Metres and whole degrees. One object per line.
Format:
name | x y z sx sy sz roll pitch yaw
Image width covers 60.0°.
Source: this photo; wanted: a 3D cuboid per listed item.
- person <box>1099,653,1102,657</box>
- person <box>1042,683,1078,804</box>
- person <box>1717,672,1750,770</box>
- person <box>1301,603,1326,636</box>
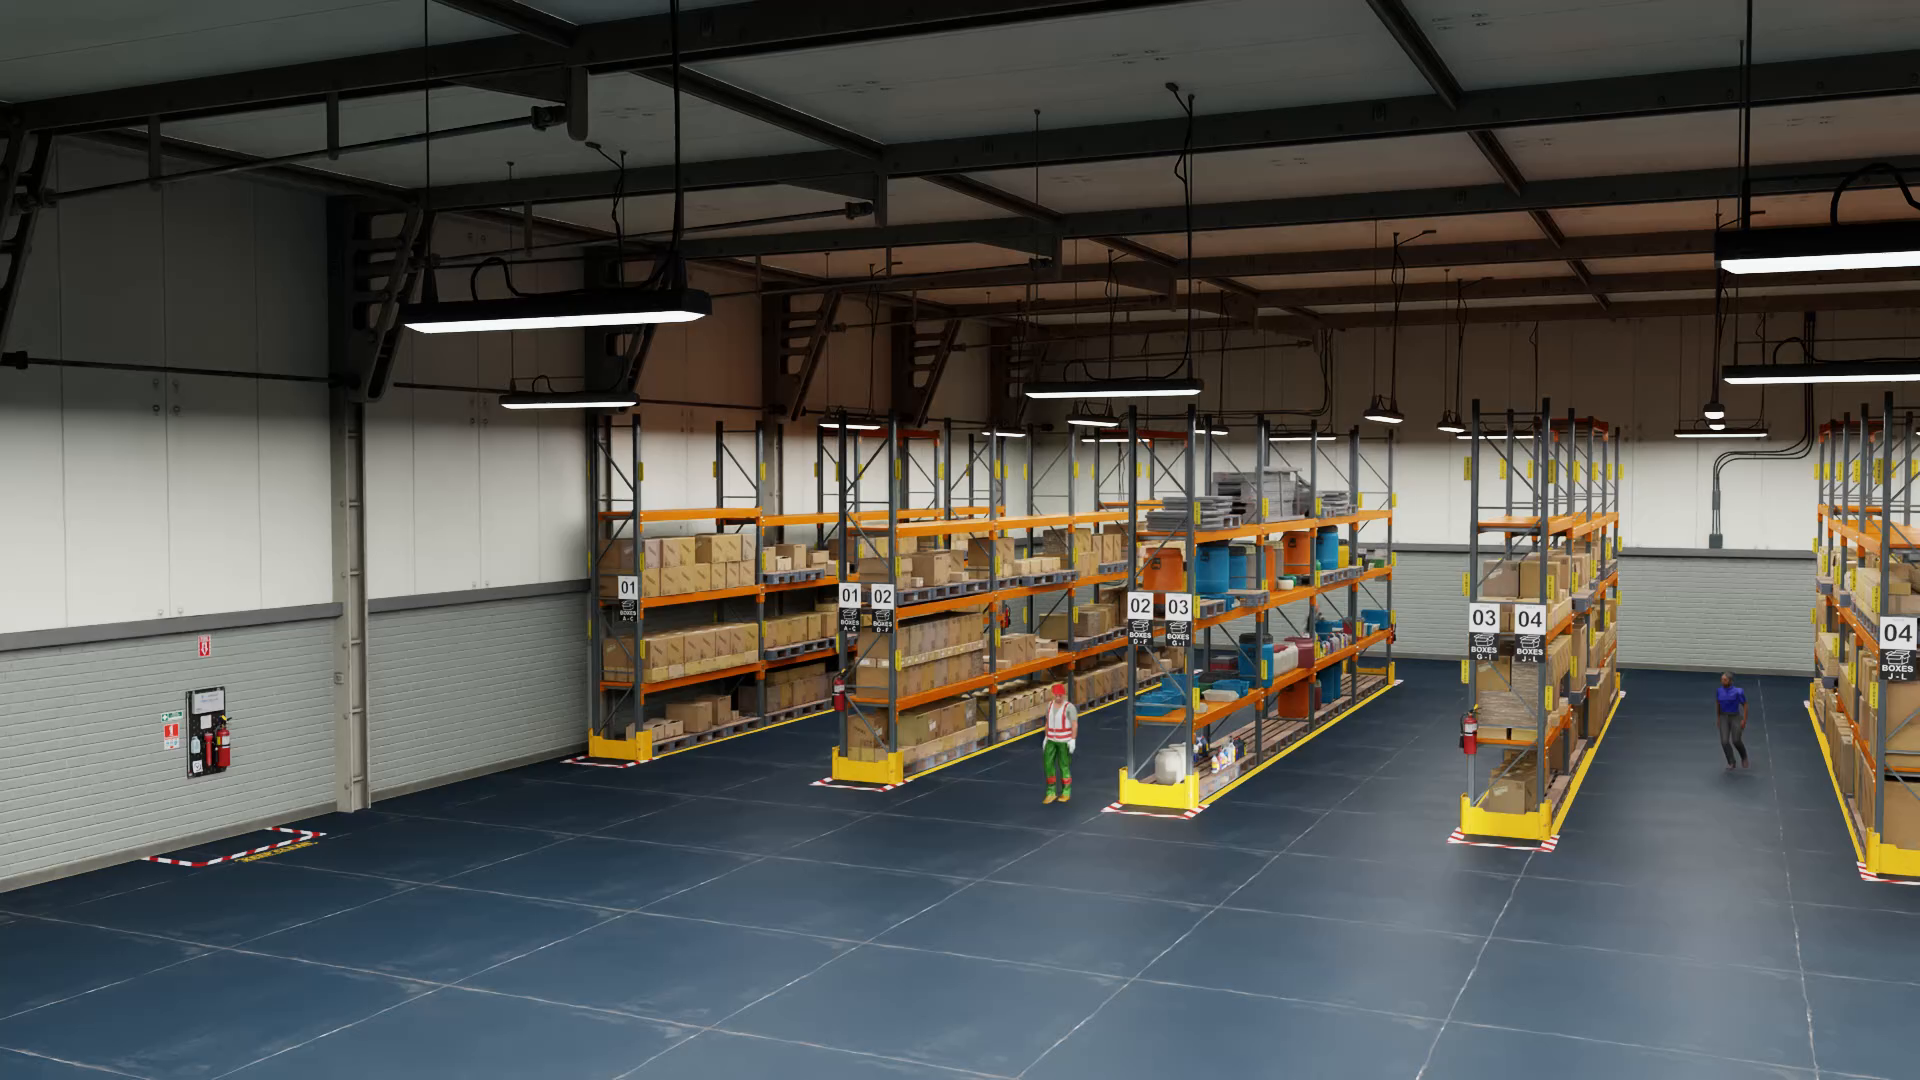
person | 3.336 2.451 42.058 0.471 1.602 1.064 1 3 28
person | 1.486 3.096 25.127 0.650 1.856 0.445 2 3 37
person | 13.022 3.045 28.018 0.486 1.626 0.522 -2 3 -42
person | 8.967 2.420 42.098 0.621 1.659 1.069 1 3 28
